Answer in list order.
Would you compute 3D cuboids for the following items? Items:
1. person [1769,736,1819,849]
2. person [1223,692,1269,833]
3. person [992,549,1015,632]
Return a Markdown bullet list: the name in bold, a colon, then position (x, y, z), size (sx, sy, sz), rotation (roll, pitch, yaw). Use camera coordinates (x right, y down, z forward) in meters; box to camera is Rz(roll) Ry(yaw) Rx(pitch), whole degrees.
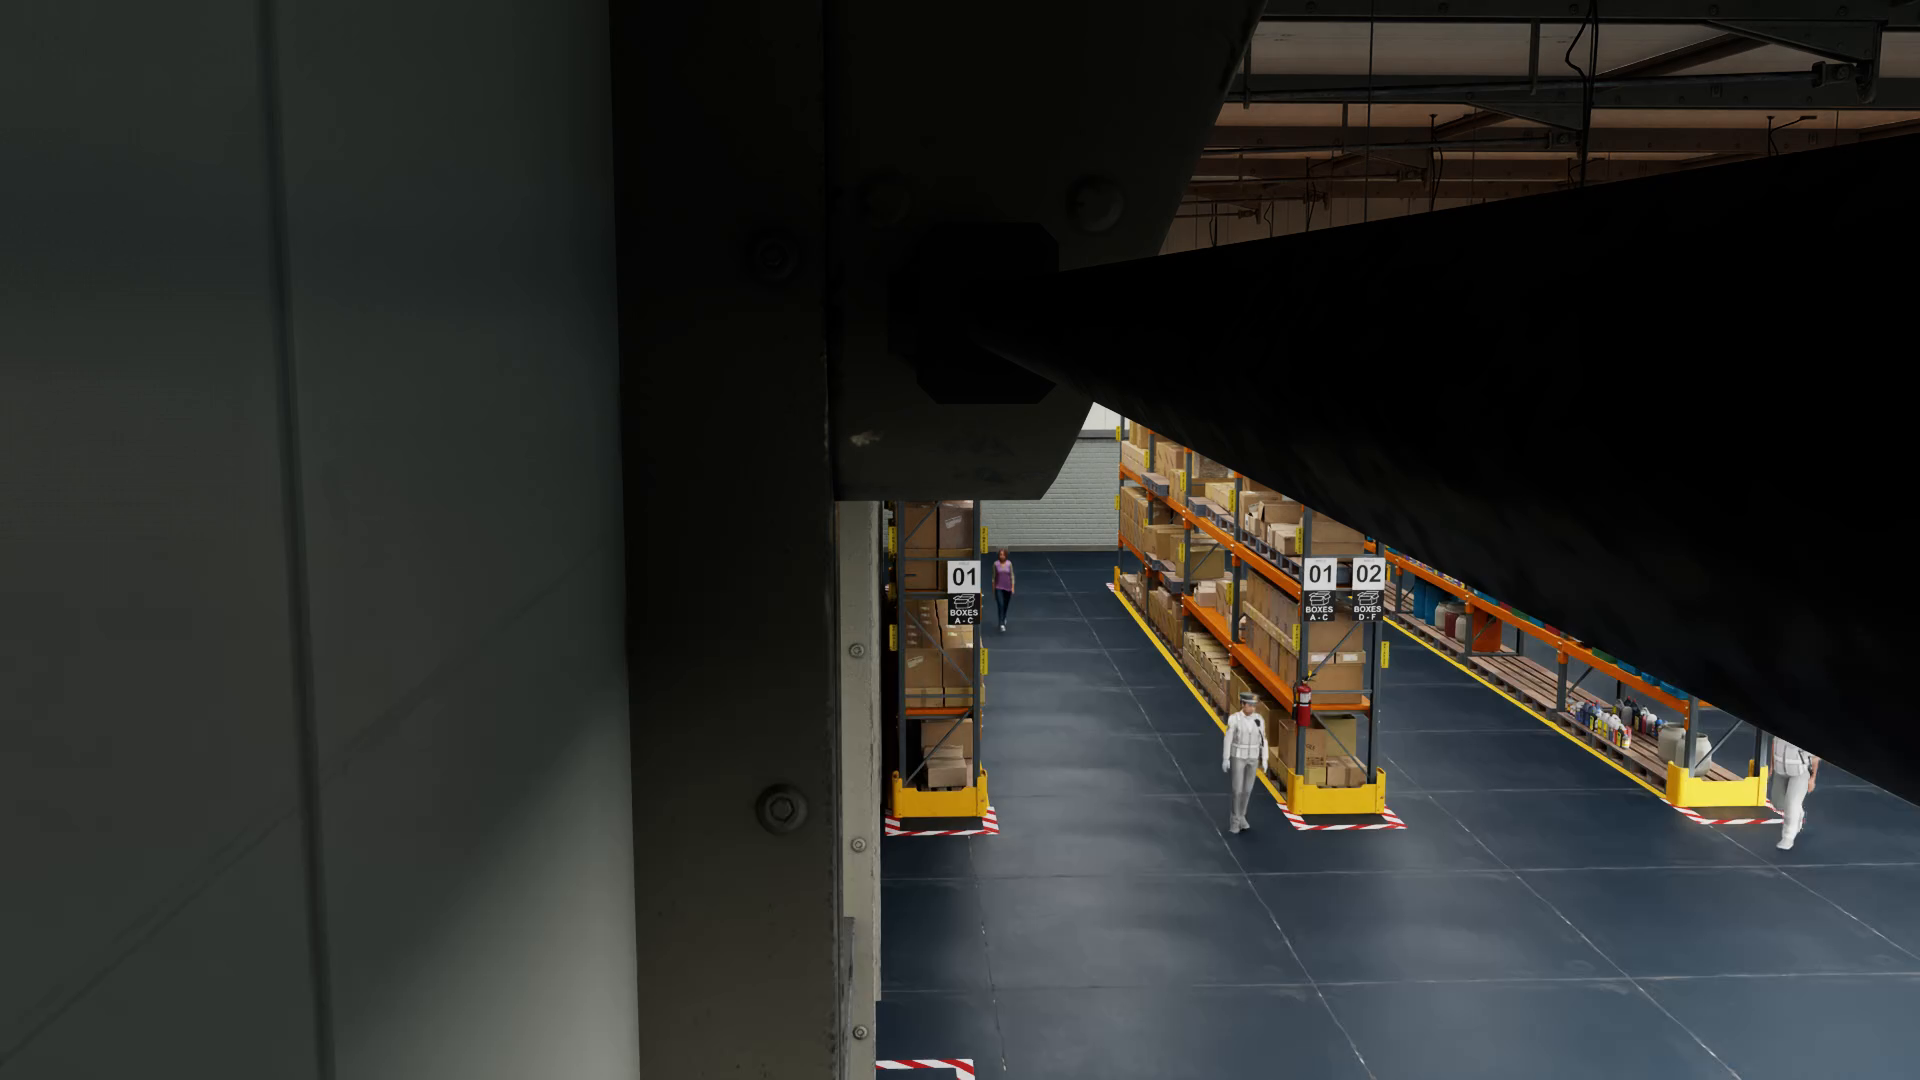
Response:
- **person**: position (9.739, 2.673, 19.384), size (0.830, 1.739, 0.551), rotation (-6, 10, -37)
- **person**: position (3.433, 2.688, 19.968), size (0.540, 1.748, 0.391), rotation (-1, 8, -8)
- **person**: position (0.838, 0.944, 32.076), size (0.421, 1.522, 0.972), rotation (-1, 8, -9)
